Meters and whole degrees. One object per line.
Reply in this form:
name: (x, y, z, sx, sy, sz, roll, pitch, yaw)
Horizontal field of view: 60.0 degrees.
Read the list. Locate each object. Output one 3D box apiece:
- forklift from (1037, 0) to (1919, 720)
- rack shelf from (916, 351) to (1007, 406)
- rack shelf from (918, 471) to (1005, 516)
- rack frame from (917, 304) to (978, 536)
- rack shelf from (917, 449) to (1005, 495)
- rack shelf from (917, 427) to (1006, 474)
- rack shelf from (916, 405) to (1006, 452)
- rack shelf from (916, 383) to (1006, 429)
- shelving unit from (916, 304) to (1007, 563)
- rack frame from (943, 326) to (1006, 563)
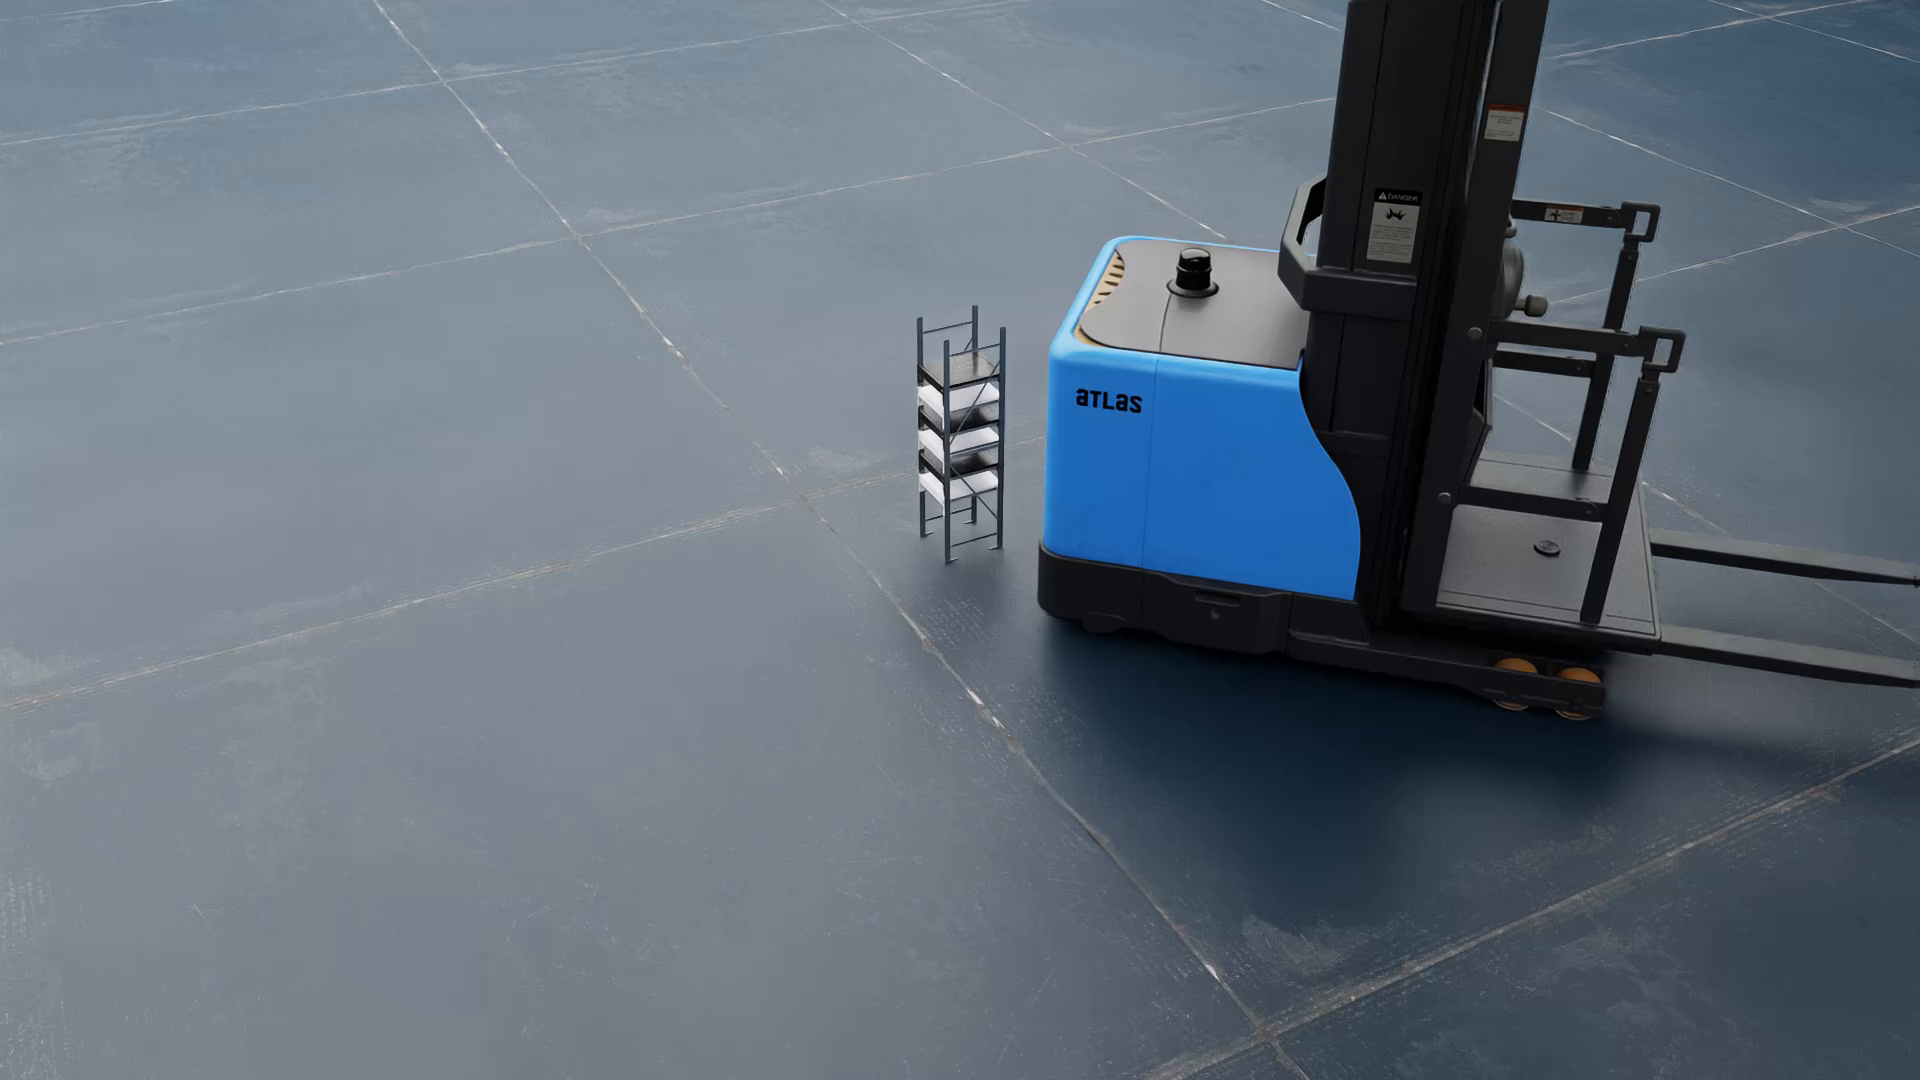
forklift: (1.844, -0.975, 5.055, 3.031, 2.935, 1.130, 9, 34, 13)
rack shelf: (0.004, -0.574, 5.874, 0.258, 0.077, 0.200, -16, 36, -23)
rack shelf: (0.004, -0.195, 6.116, 0.258, 0.077, 0.200, -16, 36, -23)
rack frame: (-0.044, -0.424, 6.077, 0.240, 0.900, 0.006, -16, 36, -23)
rack shelf: (0.004, -0.271, 6.068, 0.258, 0.077, 0.200, -16, 36, -23)
rack shelf: (0.004, -0.347, 6.019, 0.258, 0.077, 0.200, -16, 36, -23)
rack shelf: (0.004, -0.423, 5.971, 0.258, 0.077, 0.200, -16, 36, -23)
rack shelf: (0.004, -0.499, 5.922, 0.258, 0.077, 0.200, -16, 36, -23)
shelving unit: (0.004, -0.375, 6.001, 0.258, 0.900, 0.210, -16, 36, -23)
rack frame: (0.051, -0.327, 5.925, 0.240, 0.900, 0.006, -16, 36, -23)
